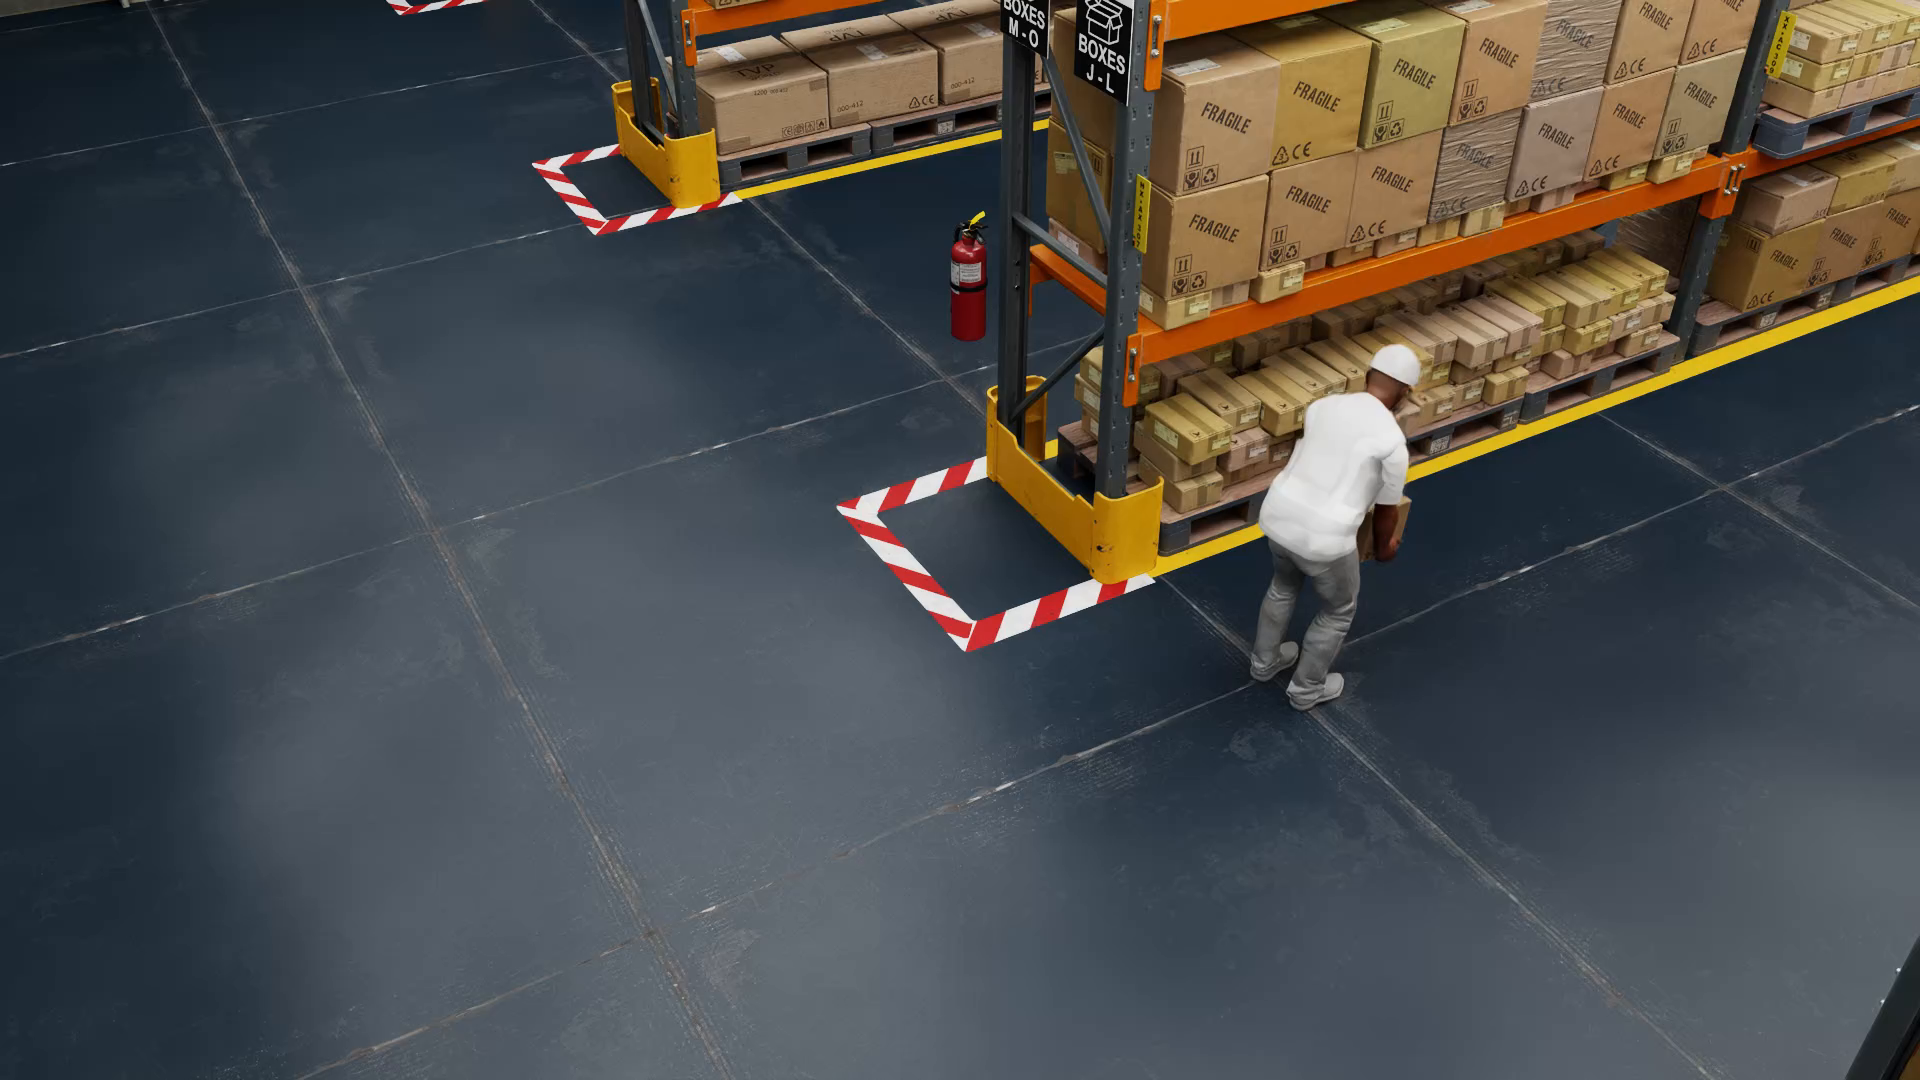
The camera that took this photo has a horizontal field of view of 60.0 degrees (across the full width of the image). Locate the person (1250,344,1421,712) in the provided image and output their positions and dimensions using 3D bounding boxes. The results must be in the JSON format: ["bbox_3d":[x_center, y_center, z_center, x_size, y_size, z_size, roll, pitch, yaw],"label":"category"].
[{"bbox_3d":[1.611,-0.061,7.137,0.762,1.589,0.488,-27,44,-31],"label":"person"}]
